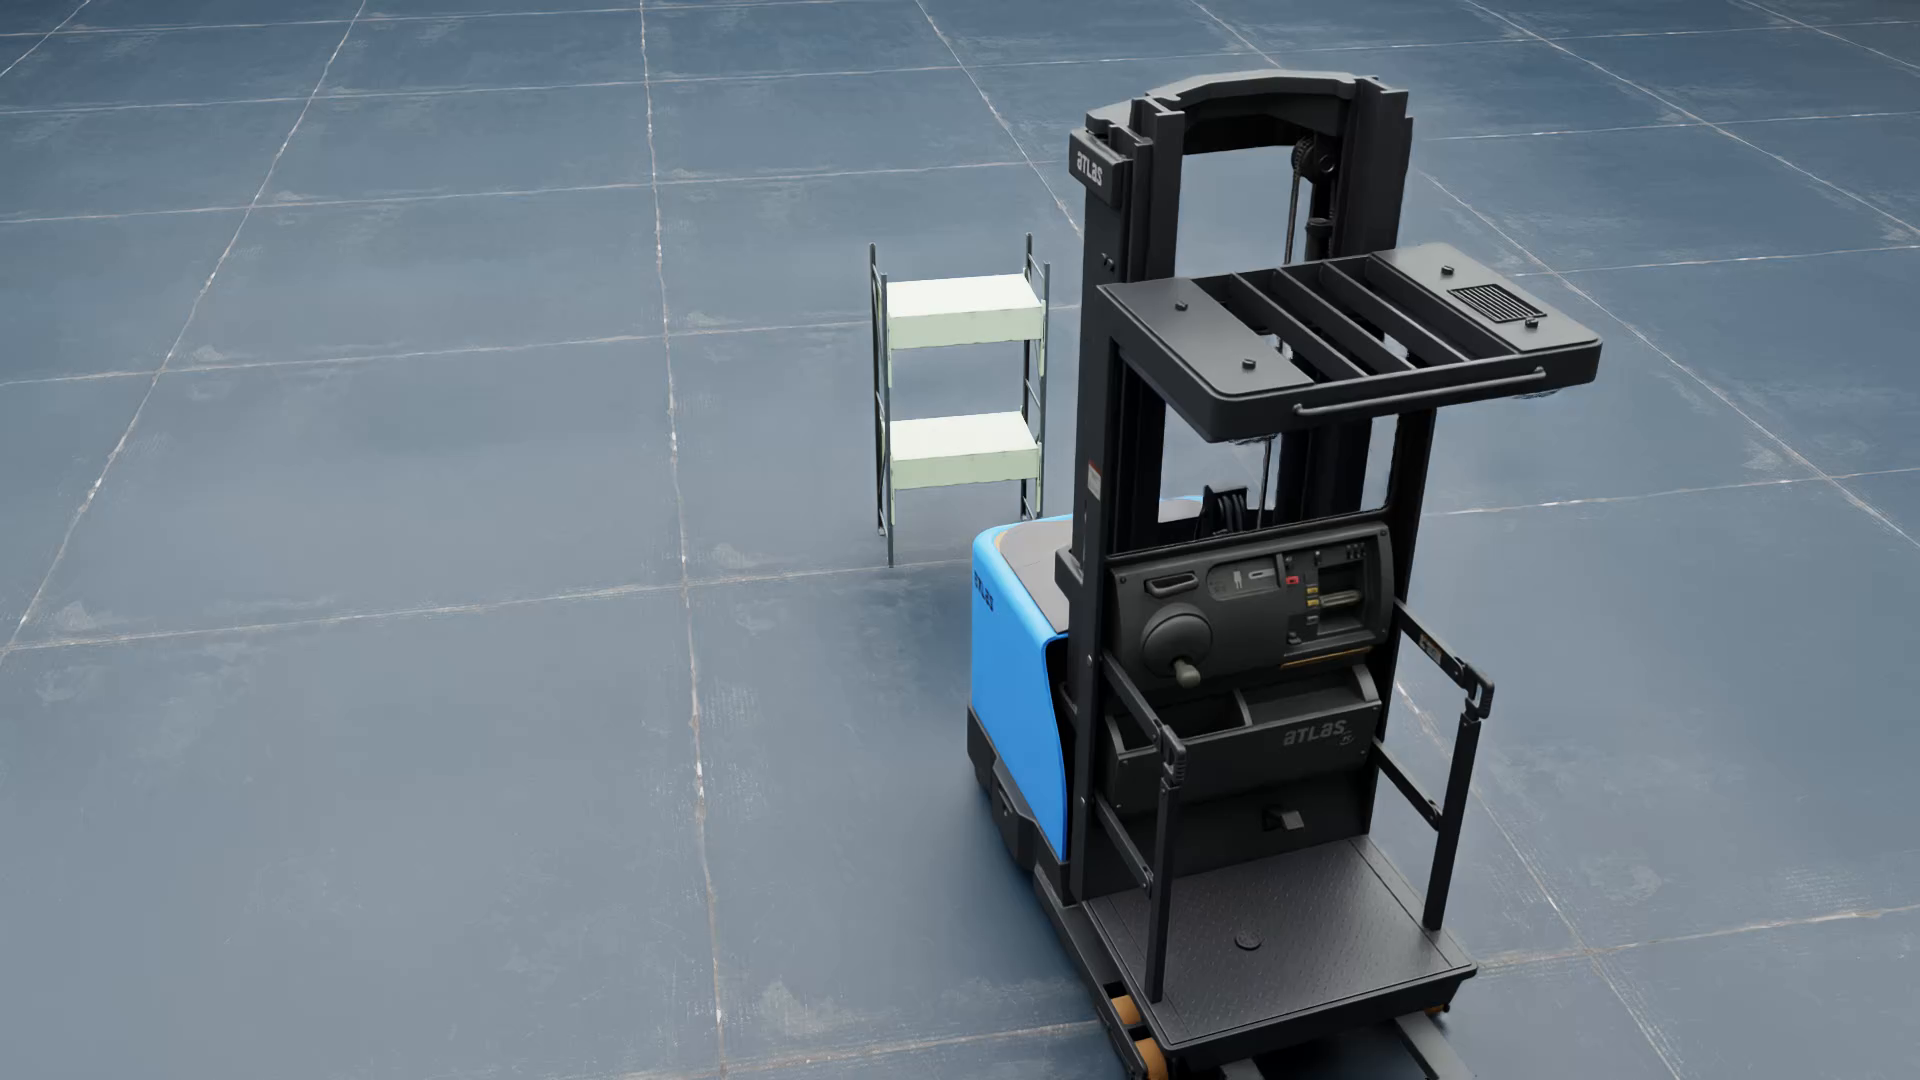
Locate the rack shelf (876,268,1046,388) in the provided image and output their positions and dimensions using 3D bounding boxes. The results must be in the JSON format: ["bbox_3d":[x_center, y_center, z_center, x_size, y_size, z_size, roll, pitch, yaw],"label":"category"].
[{"bbox_3d":[-0.007,-0.982,7.671,0.720,0.370,0.431,-5,31,-9],"label":"rack shelf"}]

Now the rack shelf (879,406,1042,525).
[{"bbox_3d":[-0.007,-0.365,8.034,0.720,0.370,0.431,-5,31,-9],"label":"rack shelf"}]

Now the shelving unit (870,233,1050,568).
[{"bbox_3d":[-0.007,-0.646,7.869,0.755,1.500,0.431,-5,31,-9],"label":"shelving unit"}]

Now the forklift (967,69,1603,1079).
[{"bbox_3d":[0.979,0.253,4.929,1.130,2.935,3.031,-10,32,-16],"label":"forklift"}]

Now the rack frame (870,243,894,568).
[{"bbox_3d":[-0.367,-0.612,7.812,0.023,1.500,0.400,-5,31,-9],"label":"rack frame"}]

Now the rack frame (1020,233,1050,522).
[{"bbox_3d":[0.353,-0.679,7.926,0.023,1.500,0.400,-5,31,-9],"label":"rack frame"}]
